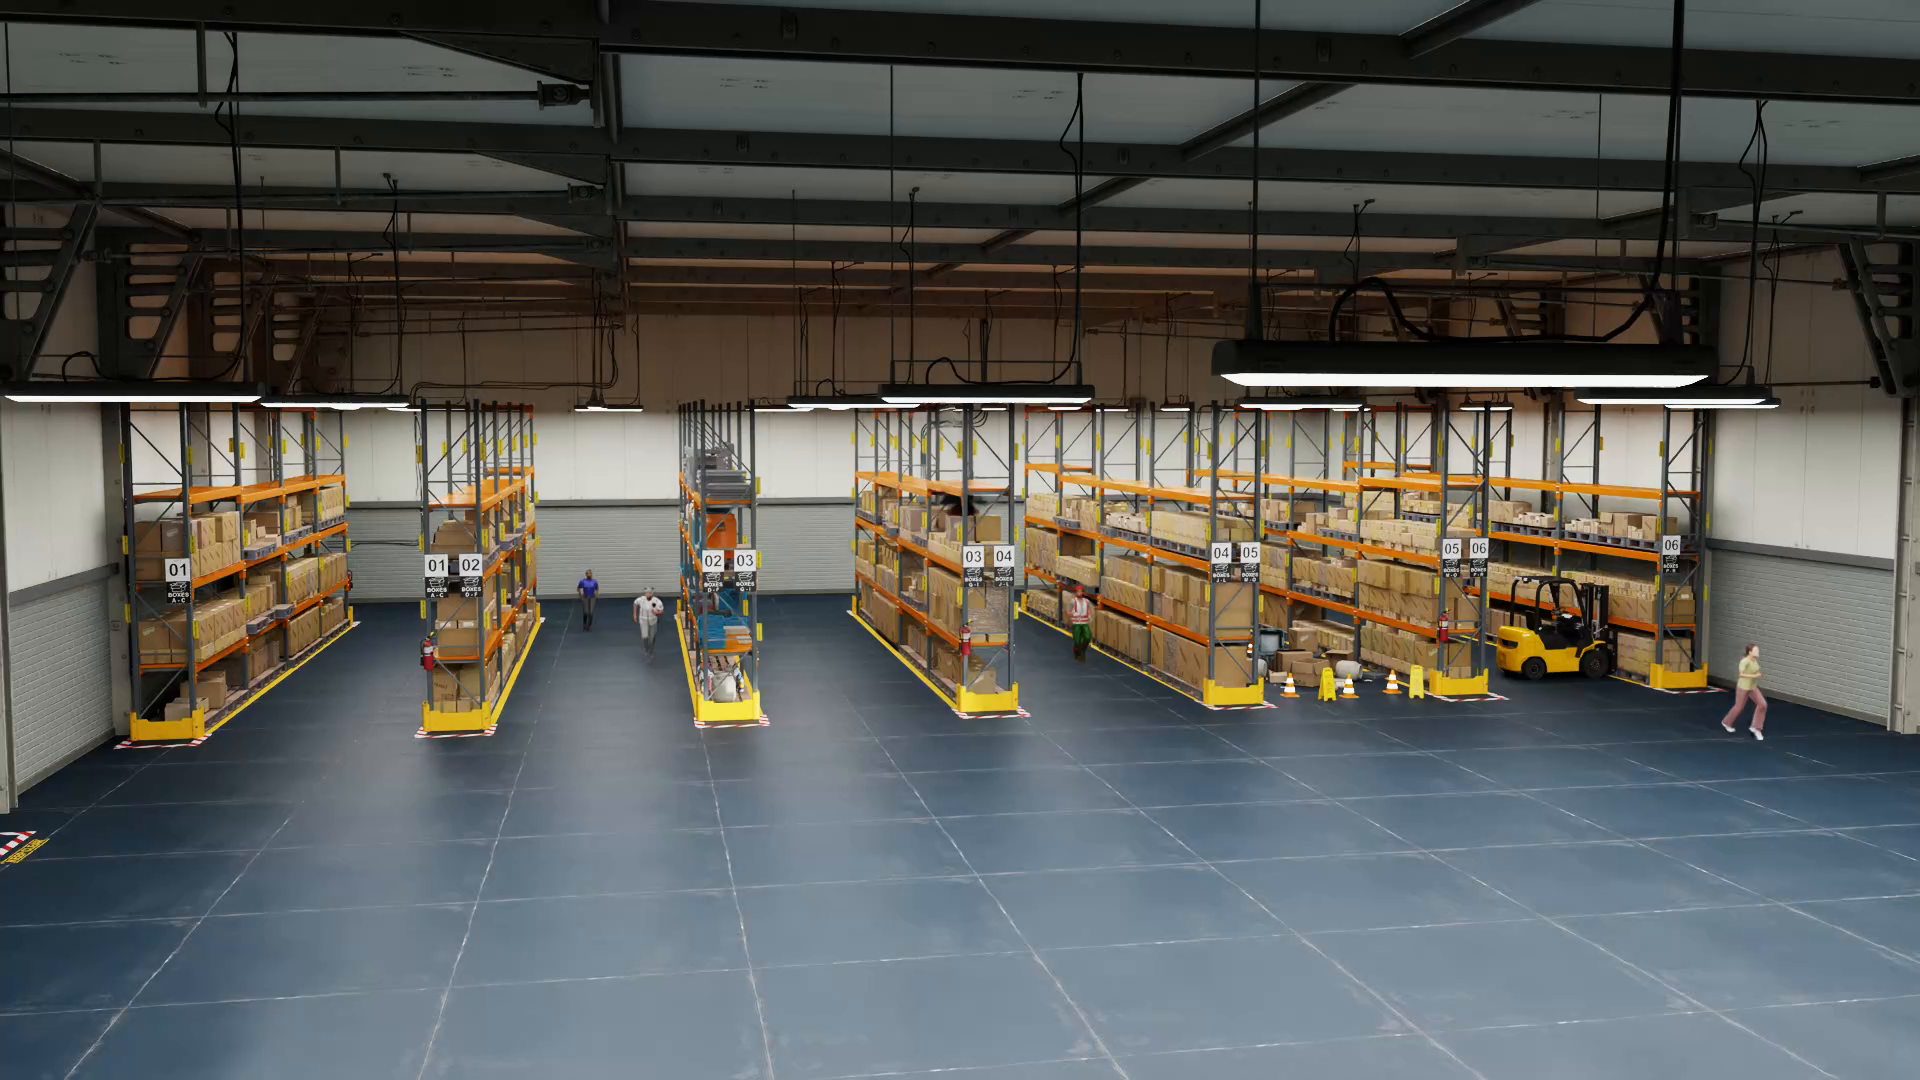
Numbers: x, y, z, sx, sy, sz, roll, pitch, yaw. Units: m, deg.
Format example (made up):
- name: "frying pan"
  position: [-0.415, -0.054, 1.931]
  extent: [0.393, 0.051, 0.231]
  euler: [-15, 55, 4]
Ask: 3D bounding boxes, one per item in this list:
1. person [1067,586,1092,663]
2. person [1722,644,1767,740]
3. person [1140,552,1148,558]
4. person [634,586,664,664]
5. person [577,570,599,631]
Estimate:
- name: "person"
  position: [2.794, 1.947, 38.289]
  extent: [0.636, 1.772, 0.626]
  euler: [-1, 4, -12]
- name: "person"
  position: [13.926, 2.667, 29.547]
  extent: [0.599, 1.703, 0.823]
  euler: [-3, 5, -32]
- name: "person"
  position: [5.630, 1.009, 50.631]
  extent: [0.957, 1.800, 0.718]
  euler: [-1, 4, -11]
- name: "person"
  position: [-7.195, 1.955, 38.446]
  extent: [0.686, 1.829, 0.862]
  euler: [-1, 4, -9]
- name: "person"
  position: [-9.795, 1.594, 43.889]
  extent: [0.548, 1.615, 0.604]
  euler: [-2, 5, -21]
